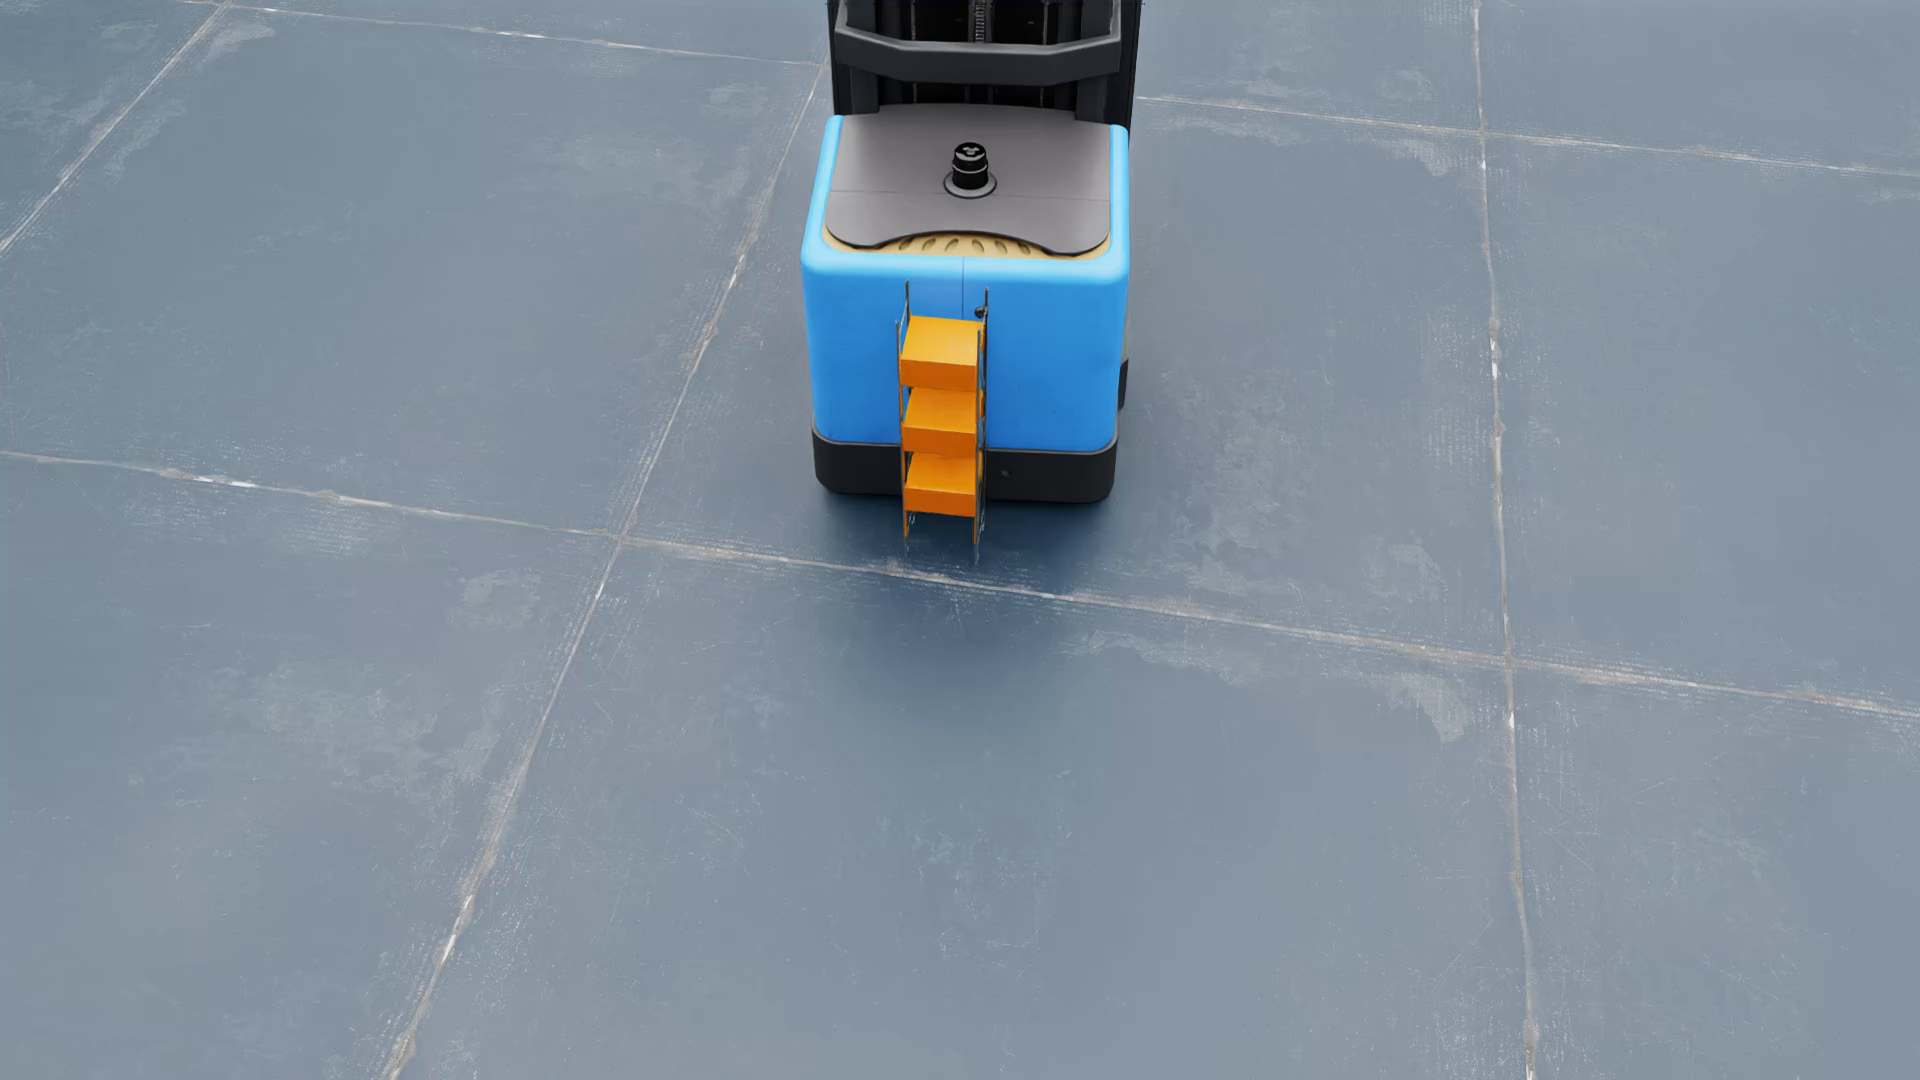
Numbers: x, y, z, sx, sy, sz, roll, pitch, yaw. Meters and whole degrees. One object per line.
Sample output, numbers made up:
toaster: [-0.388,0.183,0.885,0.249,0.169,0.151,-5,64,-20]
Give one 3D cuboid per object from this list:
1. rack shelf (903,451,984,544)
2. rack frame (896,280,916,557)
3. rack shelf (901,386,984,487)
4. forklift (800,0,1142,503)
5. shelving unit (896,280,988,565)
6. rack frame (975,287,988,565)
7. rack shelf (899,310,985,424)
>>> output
rack shelf: [-0.052,-0.160,5.576,0.240,0.259,0.215,6,48,5]
rack frame: [-0.173,-0.366,5.373,0.008,1.050,0.200,6,48,5]
rack shelf: [-0.052,-0.346,5.369,0.240,0.259,0.215,6,48,5]
forklift: [0.098,-2.203,5.759,1.130,2.935,3.031,3,48,2]
shelving unit: [-0.052,-0.353,5.361,0.252,1.050,0.215,6,48,5]
rack frame: [0.069,-0.341,5.350,0.008,1.050,0.200,6,48,5]
rack shelf: [-0.052,-0.536,5.158,0.240,0.259,0.215,6,48,5]
